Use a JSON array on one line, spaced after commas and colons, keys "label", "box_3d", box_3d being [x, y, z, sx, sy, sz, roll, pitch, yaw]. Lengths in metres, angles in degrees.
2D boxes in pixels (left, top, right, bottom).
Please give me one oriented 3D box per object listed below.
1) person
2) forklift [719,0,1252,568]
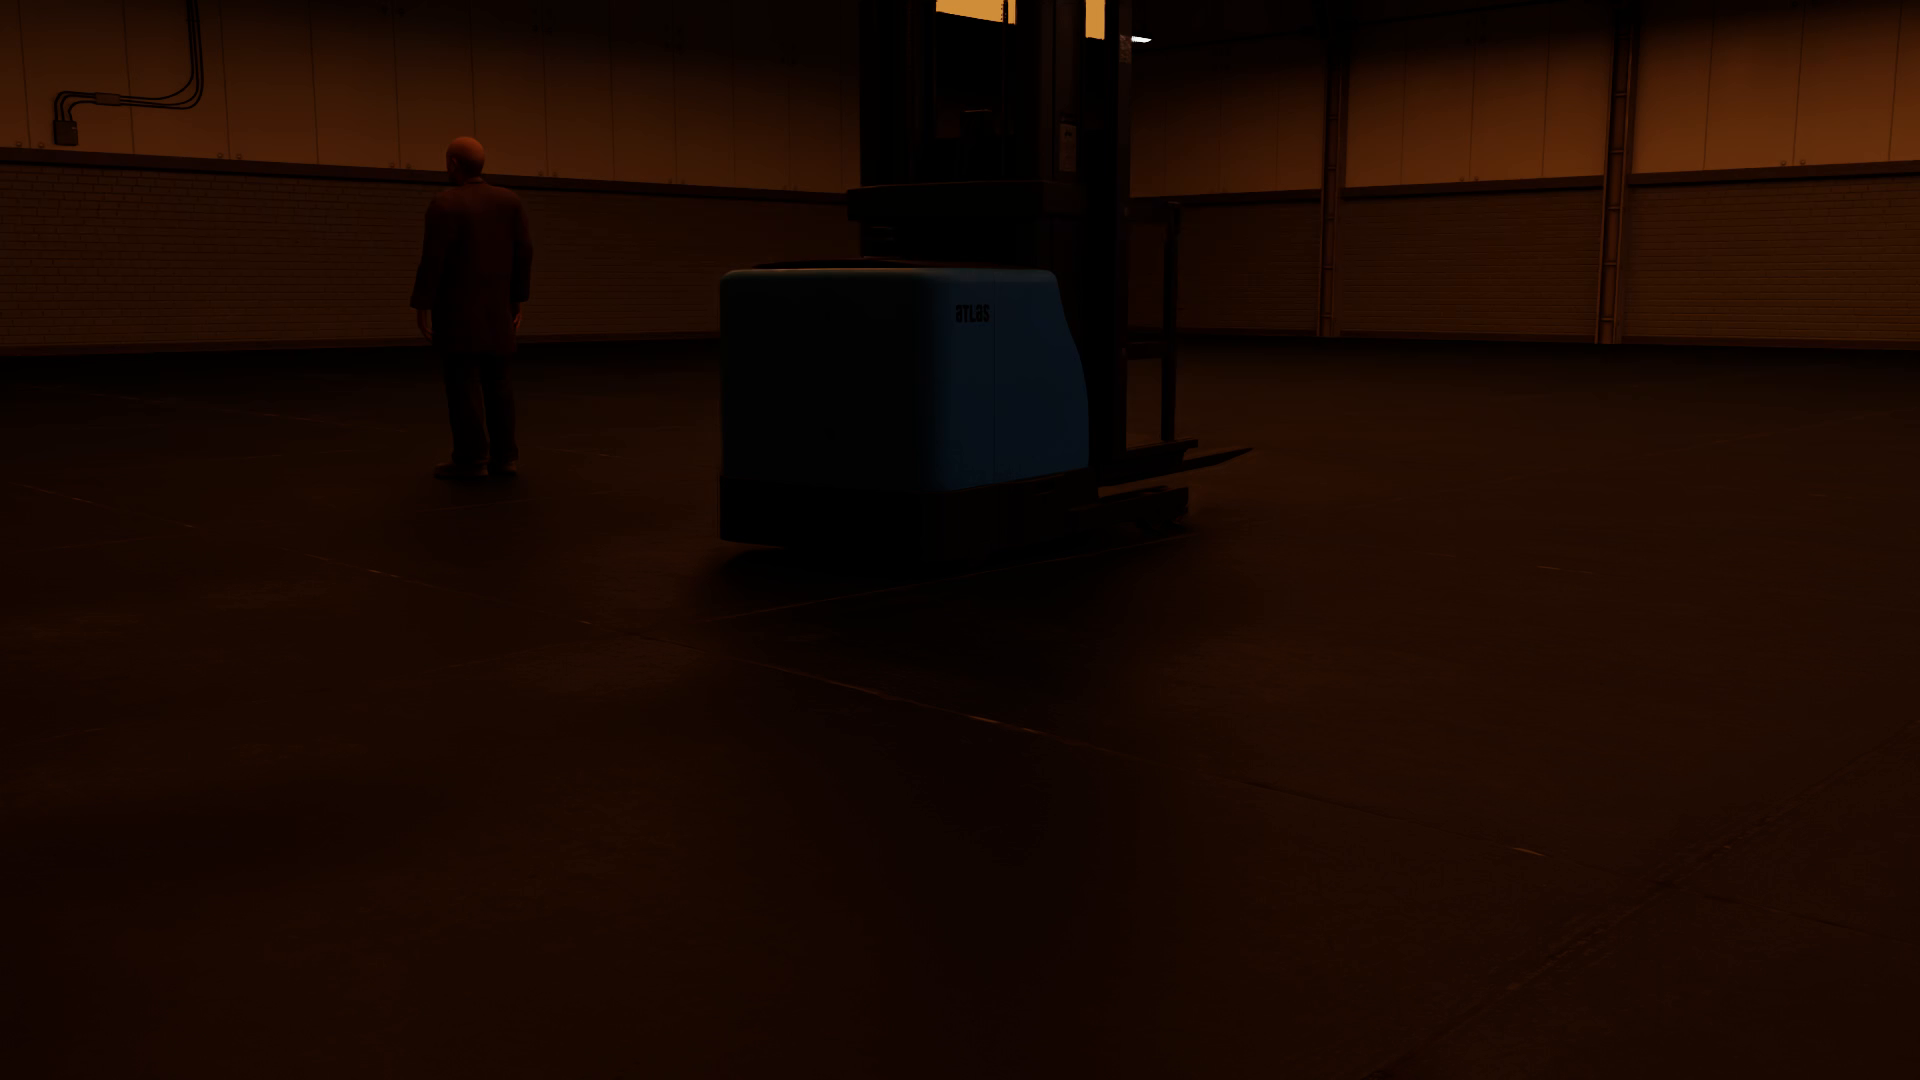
[{"label": "person", "box_3d": [-2.642, -1.224, 8.862, 0.559, 1.783, 0.690, 8, 12, 42]}, {"label": "forklift", "box_3d": [0.332, -1.526, 7.009, 1.130, 2.935, 3.031, 6, 10, 33]}]
